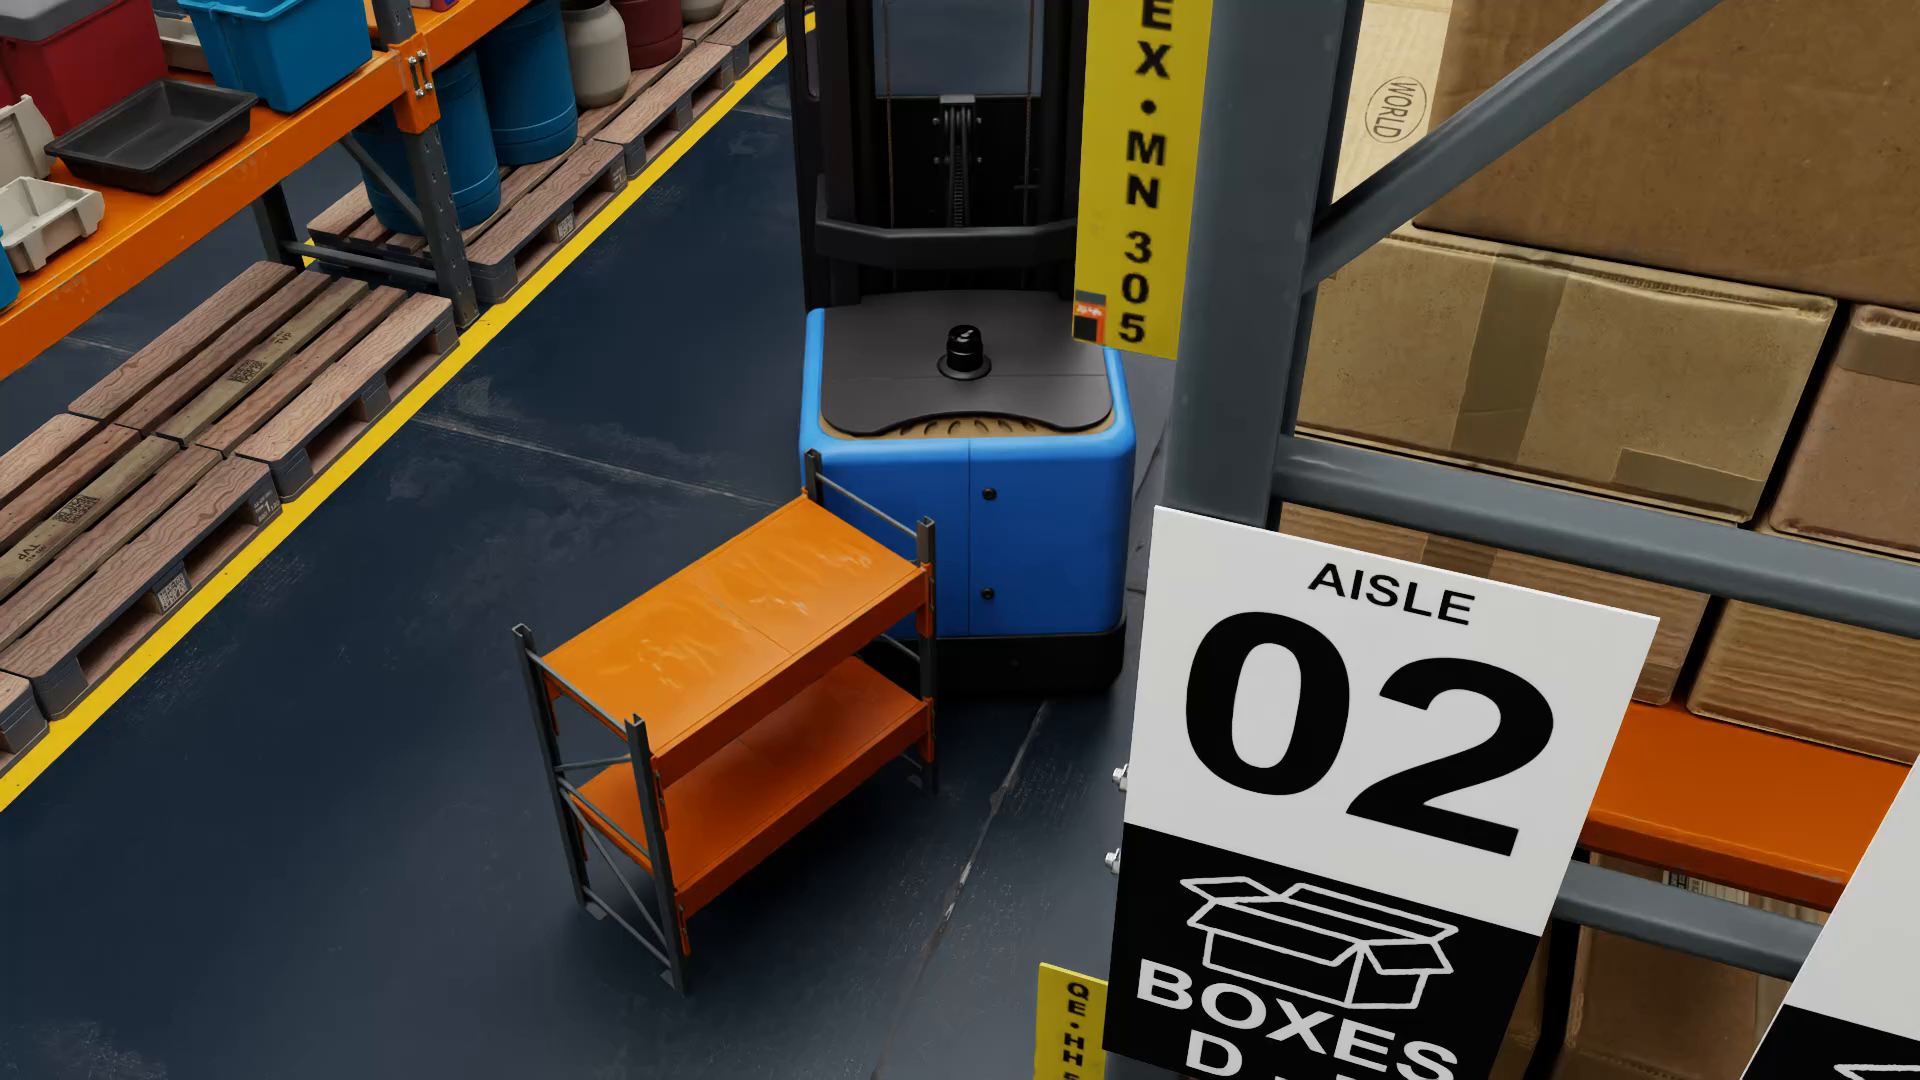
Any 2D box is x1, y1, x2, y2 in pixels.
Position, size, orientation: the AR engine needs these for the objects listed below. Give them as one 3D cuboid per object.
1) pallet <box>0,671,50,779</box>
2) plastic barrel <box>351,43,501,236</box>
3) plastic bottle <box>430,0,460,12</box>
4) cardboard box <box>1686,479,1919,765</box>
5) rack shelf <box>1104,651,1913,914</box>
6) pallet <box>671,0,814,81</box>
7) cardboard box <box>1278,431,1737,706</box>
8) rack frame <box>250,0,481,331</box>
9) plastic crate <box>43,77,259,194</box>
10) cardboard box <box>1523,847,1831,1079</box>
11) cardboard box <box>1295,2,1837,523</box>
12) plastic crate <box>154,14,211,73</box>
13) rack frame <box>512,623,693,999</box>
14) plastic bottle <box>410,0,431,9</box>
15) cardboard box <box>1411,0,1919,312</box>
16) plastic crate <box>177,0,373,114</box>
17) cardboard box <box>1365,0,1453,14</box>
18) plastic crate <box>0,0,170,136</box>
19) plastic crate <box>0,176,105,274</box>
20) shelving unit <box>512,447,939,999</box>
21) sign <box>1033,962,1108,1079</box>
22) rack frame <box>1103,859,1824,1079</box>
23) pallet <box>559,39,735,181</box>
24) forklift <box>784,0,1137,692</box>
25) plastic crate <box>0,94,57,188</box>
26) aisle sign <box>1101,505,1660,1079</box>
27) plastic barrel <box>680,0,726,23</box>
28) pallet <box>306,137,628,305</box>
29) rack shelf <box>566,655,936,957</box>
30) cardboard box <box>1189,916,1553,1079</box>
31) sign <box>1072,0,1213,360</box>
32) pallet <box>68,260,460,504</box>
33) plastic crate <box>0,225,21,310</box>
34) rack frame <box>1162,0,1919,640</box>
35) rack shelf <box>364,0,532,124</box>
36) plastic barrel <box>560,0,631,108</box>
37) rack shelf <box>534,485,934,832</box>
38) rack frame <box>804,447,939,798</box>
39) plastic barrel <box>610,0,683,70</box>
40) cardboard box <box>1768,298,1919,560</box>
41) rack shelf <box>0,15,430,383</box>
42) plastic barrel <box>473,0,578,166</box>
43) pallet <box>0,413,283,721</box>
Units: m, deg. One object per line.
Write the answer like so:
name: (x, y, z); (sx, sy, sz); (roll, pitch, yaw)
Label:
pallet: (-3.679, 0.796, 5.154); (1.003, 0.211, 1.213); (13, 42, 15)
plastic barrel: (-2.428, -1.900, 7.459); (0.600, 0.901, 0.708); (13, 42, 15)
plastic bottle: (-2.103, -2.295, 6.718); (0.061, 0.283, 0.133); (13, 42, 15)
cardboard box: (1.071, -0.010, 1.755); (0.500, 0.250, 0.500); (13, 42, 15)
rack shelf: (1.340, -0.756, 3.068); (1.077, 0.370, 4.000); (13, 42, 15)
pallet: (-1.492, -3.099, 9.719); (1.003, 0.211, 1.213); (13, 42, 15)
cardboard box: (0.584, -0.125, 1.889); (0.500, 0.250, 0.500); (13, 42, 15)
rack frame: (-2.630, -2.210, 6.529); (1.000, 3.000, 0.127); (13, 42, 15)
plastic crate: (-2.760, -1.386, 5.729); (0.437, 0.125, 0.590); (13, 42, 15)
cardboard box: (1.055, 0.701, 2.270); (0.500, 0.500, 0.500); (15, 43, 16)
cardboard box: (0.592, -0.313, 1.725); (0.500, 0.250, 0.500); (13, 42, 15)
plastic crate: (-2.923, -1.880, 6.300); (0.396, 0.136, 0.243); (13, 42, 15)
rack frame: (-0.954, 0.758, 4.494); (0.500, 1.125, 0.032); (31, 49, 31)
plastic bottle: (-2.191, -2.359, 6.742); (0.144, 0.351, 0.185); (13, 42, 15)
cardboard box: (0.816, -0.545, 1.419); (0.700, 0.500, 0.500); (13, 42, 15)
plastic crate: (-2.469, -1.866, 6.093); (0.392, 0.384, 0.575); (13, 42, 15)
cardboard box: (0.763, -0.618, 2.082); (0.500, 0.250, 0.500); (13, 42, 15)
plastic crate: (-3.171, -1.768, 5.916); (0.402, 0.464, 0.583); (13, 42, 15)
plastic crate: (-2.943, -1.004, 5.272); (0.293, 0.136, 0.466); (13, 42, 15)
shelving unit: (-0.607, 0.516, 4.777); (0.538, 1.125, 1.048); (31, 49, 31)
sign: (0.141, 0.635, 2.059); (0.100, 0.325, 0.005); (13, 42, 15)
rack frame: (0.656, 1.331, 2.378); (1.000, 3.000, 0.127); (13, 42, 15)
pallet: (-1.911, -2.357, 8.850); (1.003, 0.211, 1.213); (13, 42, 15)
forklift: (-0.027, -1.541, 5.798); (1.130, 2.935, 3.031); (-1, 40, -2)
plastic crate: (-3.325, -1.297, 5.505); (0.437, 0.282, 0.530); (13, 42, 15)
aisle sign: (0.345, 0.316, 1.566); (0.394, 0.787, 0.004); (13, 42, 15)
plastic barrel: (-1.522, -3.197, 9.279); (0.421, 0.512, 0.421); (0, 40, 0)
pallet: (-2.327, -1.611, 7.975); (1.003, 0.211, 1.213); (13, 42, 15)
rack shelf: (-0.608, 0.702, 4.936); (0.538, 0.278, 1.000); (31, 49, 31)
cardboard box: (0.550, 0.580, 2.411); (0.500, 0.500, 0.500); (13, 42, 15)
sign: (0.141, -0.282, 1.276); (0.100, 0.325, 0.005); (13, 42, 15)
pallet: (-2.845, -0.692, 6.899); (1.003, 0.211, 1.213); (13, 42, 15)
plastic crate: (-3.051, -0.793, 4.951); (0.416, 0.233, 0.300); (13, 42, 15)
rack frame: (0.656, -0.951, 0.431); (1.000, 3.000, 0.127); (13, 42, 15)
rack shelf: (-1.946, -3.156, 8.193); (1.077, 0.370, 4.000); (13, 42, 15)
plastic barrel: (-1.908, -2.508, 8.472); (0.421, 0.512, 0.421); (0, 40, 0)
rack shelf: (-0.607, 0.294, 4.587); (0.538, 0.278, 1.000); (31, 49, 31)
rack frame: (-0.261, 0.275, 5.061); (0.500, 1.125, 0.032); (31, 49, 31)
plastic barrel: (-1.799, -2.901, 8.874); (0.600, 0.588, 0.708); (13, 42, 15)
cardboard box: (1.076, -0.199, 1.591); (0.500, 0.250, 0.500); (13, 42, 15)
rack shelf: (-3.314, -0.717, 5.333); (1.077, 0.370, 4.000); (13, 42, 15)
plastic barrel: (-2.186, -2.331, 7.965); (0.600, 0.901, 0.708); (13, 42, 15)
pallet: (-3.260, 0.055, 6.023); (1.003, 0.211, 1.213); (13, 42, 15)
